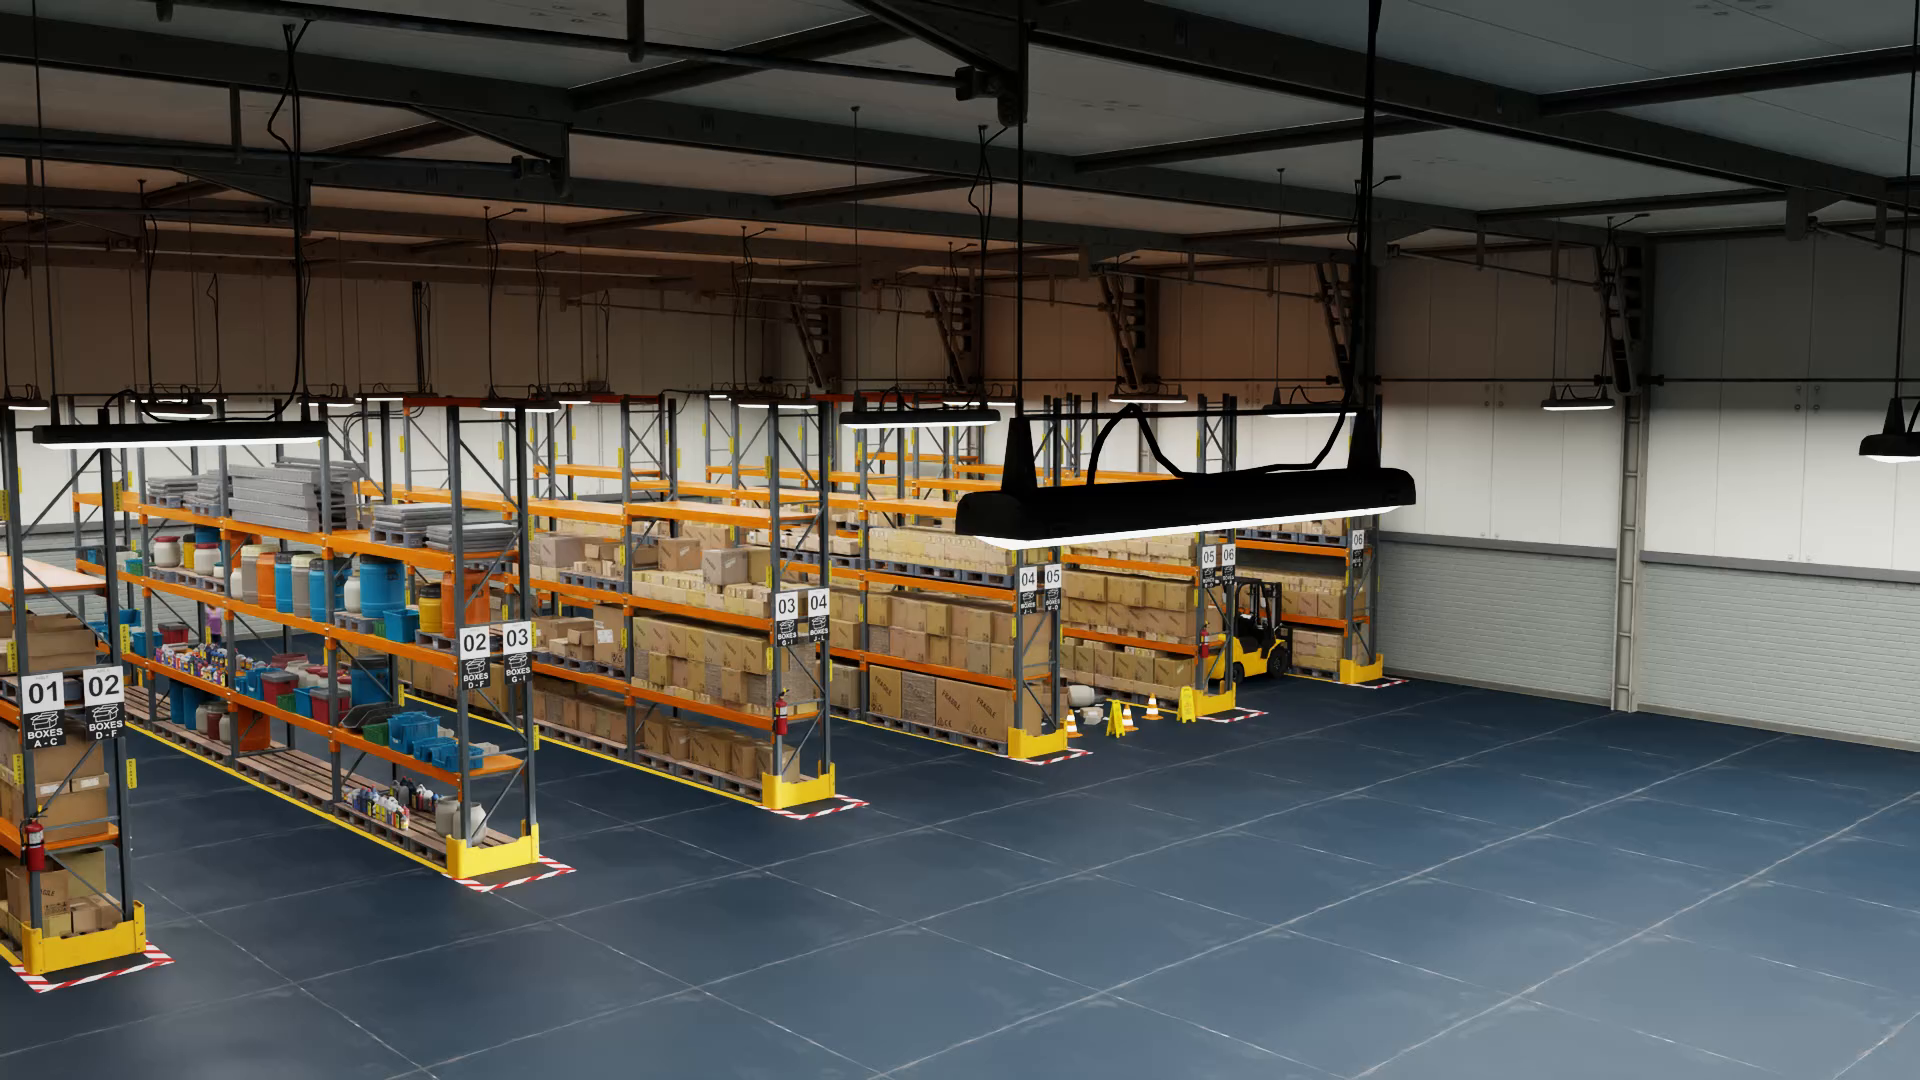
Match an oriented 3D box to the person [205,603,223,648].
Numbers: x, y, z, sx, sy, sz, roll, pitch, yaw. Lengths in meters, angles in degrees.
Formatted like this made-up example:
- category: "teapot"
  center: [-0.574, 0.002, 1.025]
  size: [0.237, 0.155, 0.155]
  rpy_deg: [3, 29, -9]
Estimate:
- category: "person"
  center: [-16.362, 2.025, 36.375]
  size: [0.761, 1.562, 0.420]
  rpy_deg: [5, 8, 44]
